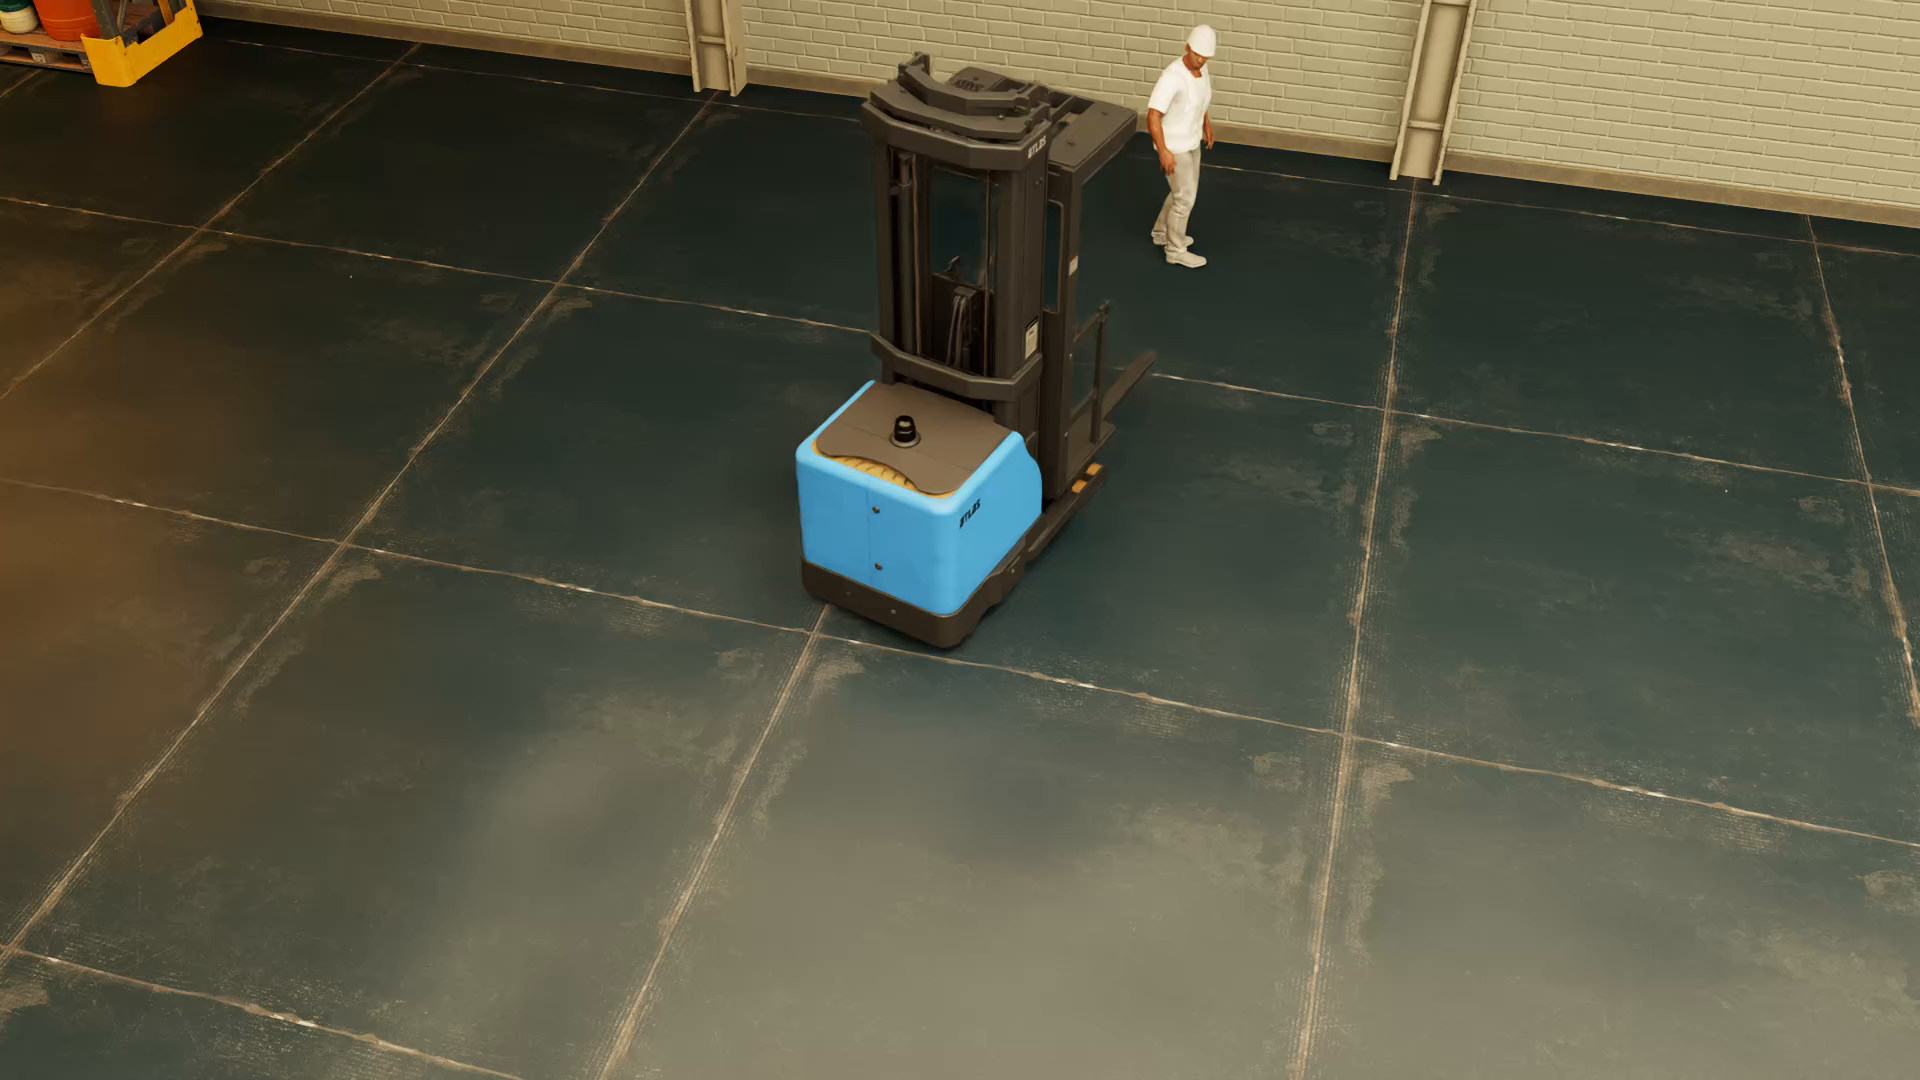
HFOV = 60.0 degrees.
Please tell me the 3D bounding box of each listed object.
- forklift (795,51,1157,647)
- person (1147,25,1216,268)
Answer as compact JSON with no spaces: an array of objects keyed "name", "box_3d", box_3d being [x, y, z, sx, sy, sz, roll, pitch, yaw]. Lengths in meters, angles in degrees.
[{"name":"forklift","box_3d":[0.269,-1.455,9.522,1.130,2.935,3.031,21,46,23]},{"name":"person","box_3d":[1.663,-2.852,12.022,0.516,1.738,0.794,16,44,18]}]
